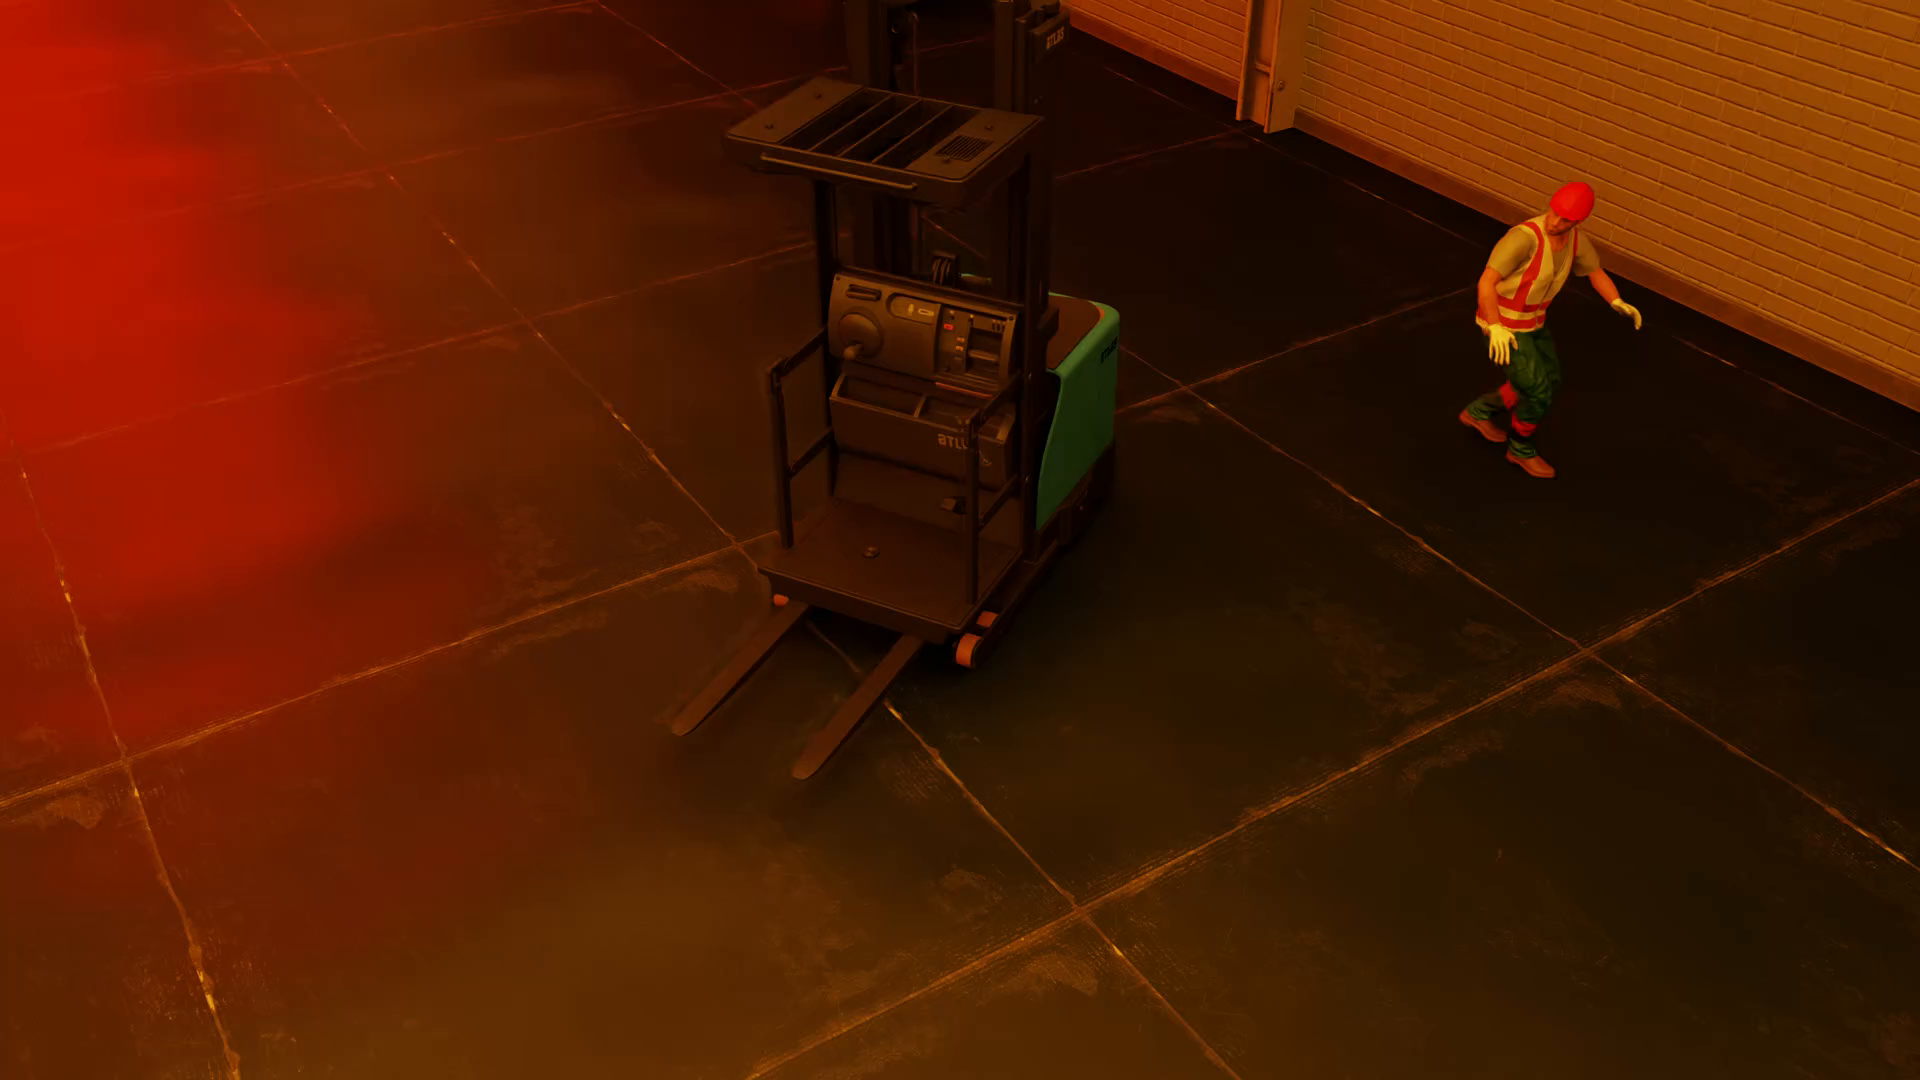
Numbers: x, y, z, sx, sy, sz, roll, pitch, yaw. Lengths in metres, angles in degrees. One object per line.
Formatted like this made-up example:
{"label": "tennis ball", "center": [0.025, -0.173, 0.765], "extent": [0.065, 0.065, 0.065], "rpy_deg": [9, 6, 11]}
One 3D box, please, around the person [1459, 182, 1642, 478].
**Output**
{"label": "person", "center": [3.086, -1.082, 8.795], "extent": [0.876, 1.654, 0.816], "rpy_deg": [-29, 44, -34]}

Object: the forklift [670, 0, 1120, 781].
{"label": "forklift", "center": [-0.272, -0.885, 7.407], "extent": [1.130, 2.935, 3.031], "rpy_deg": [16, 38, 21]}
